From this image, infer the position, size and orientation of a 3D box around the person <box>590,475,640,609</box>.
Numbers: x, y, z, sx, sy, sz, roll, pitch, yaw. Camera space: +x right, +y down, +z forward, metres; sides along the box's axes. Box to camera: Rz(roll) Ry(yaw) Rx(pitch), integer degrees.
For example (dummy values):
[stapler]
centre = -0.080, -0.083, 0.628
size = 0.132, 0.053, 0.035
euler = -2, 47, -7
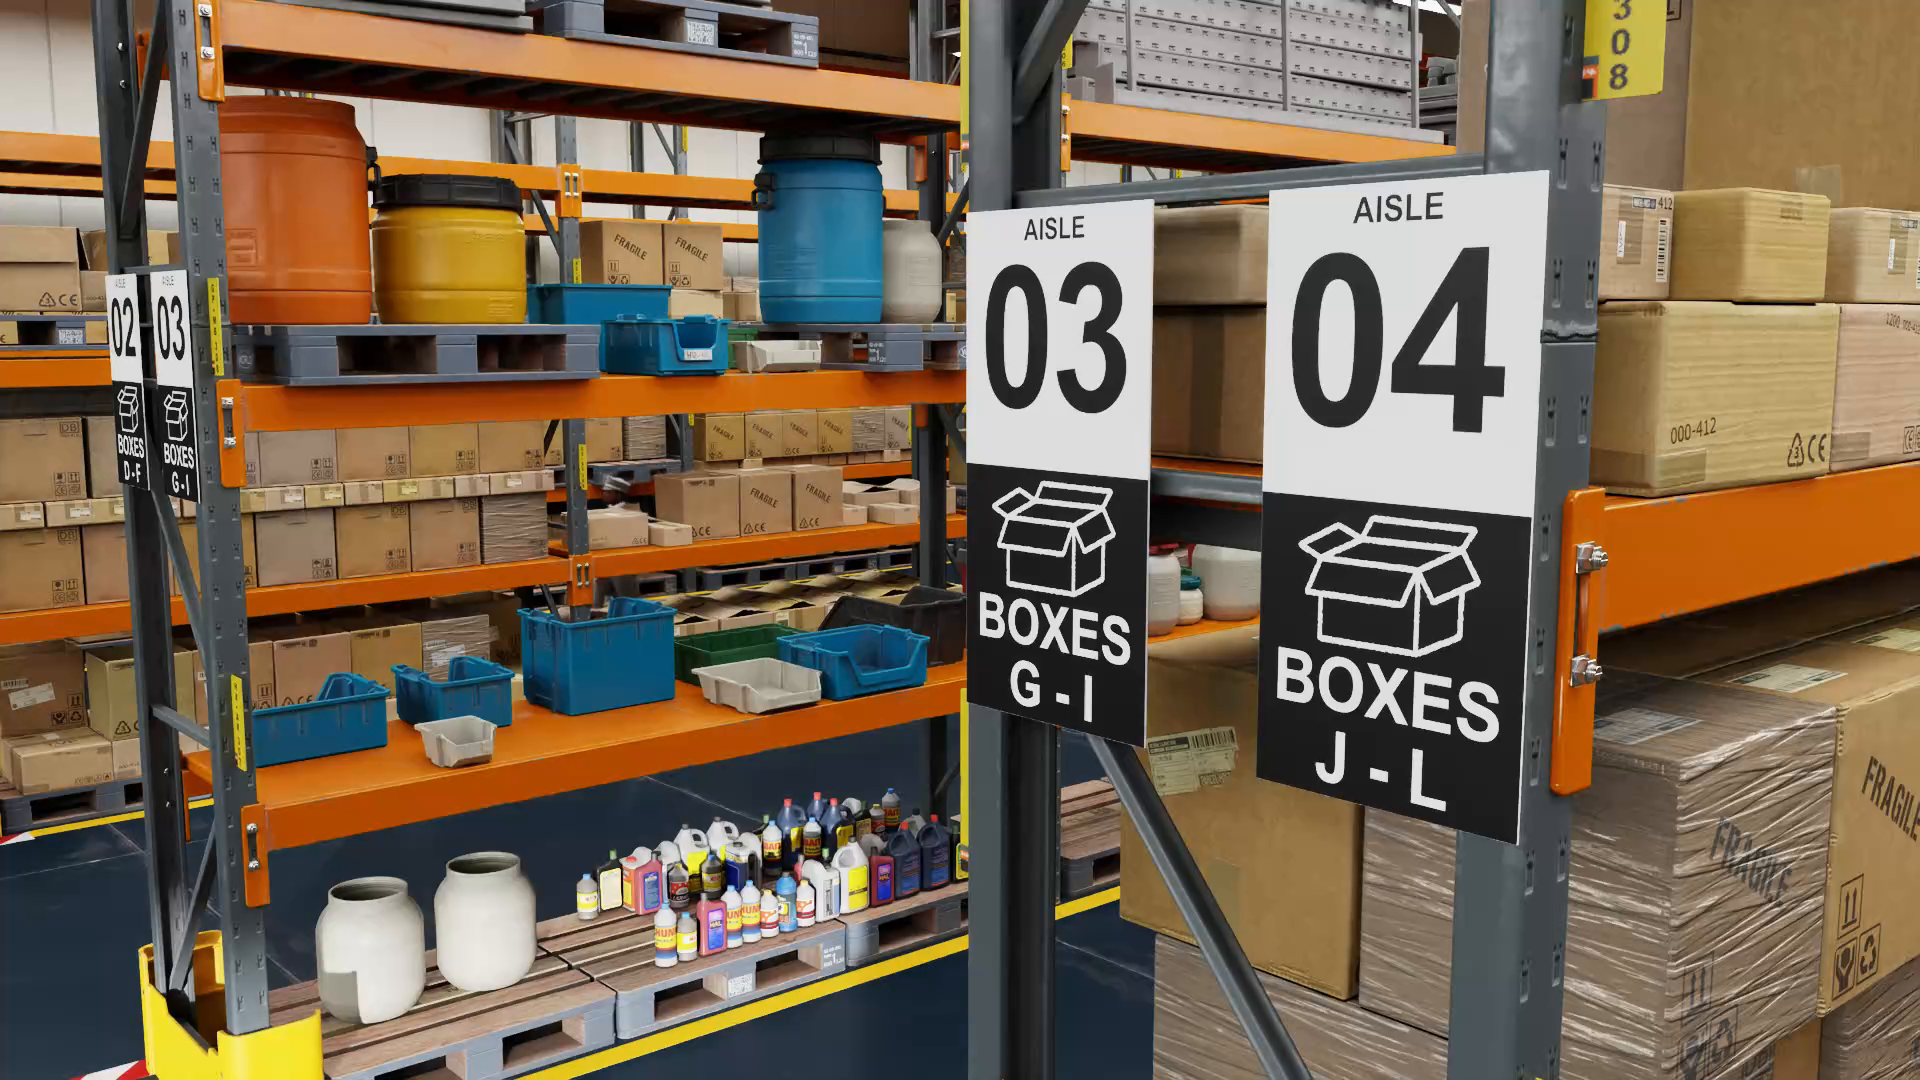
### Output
[person]
centre = -3.133, 0.241, 14.781
size = 0.960, 1.638, 0.457
euler = -6, 10, -38
